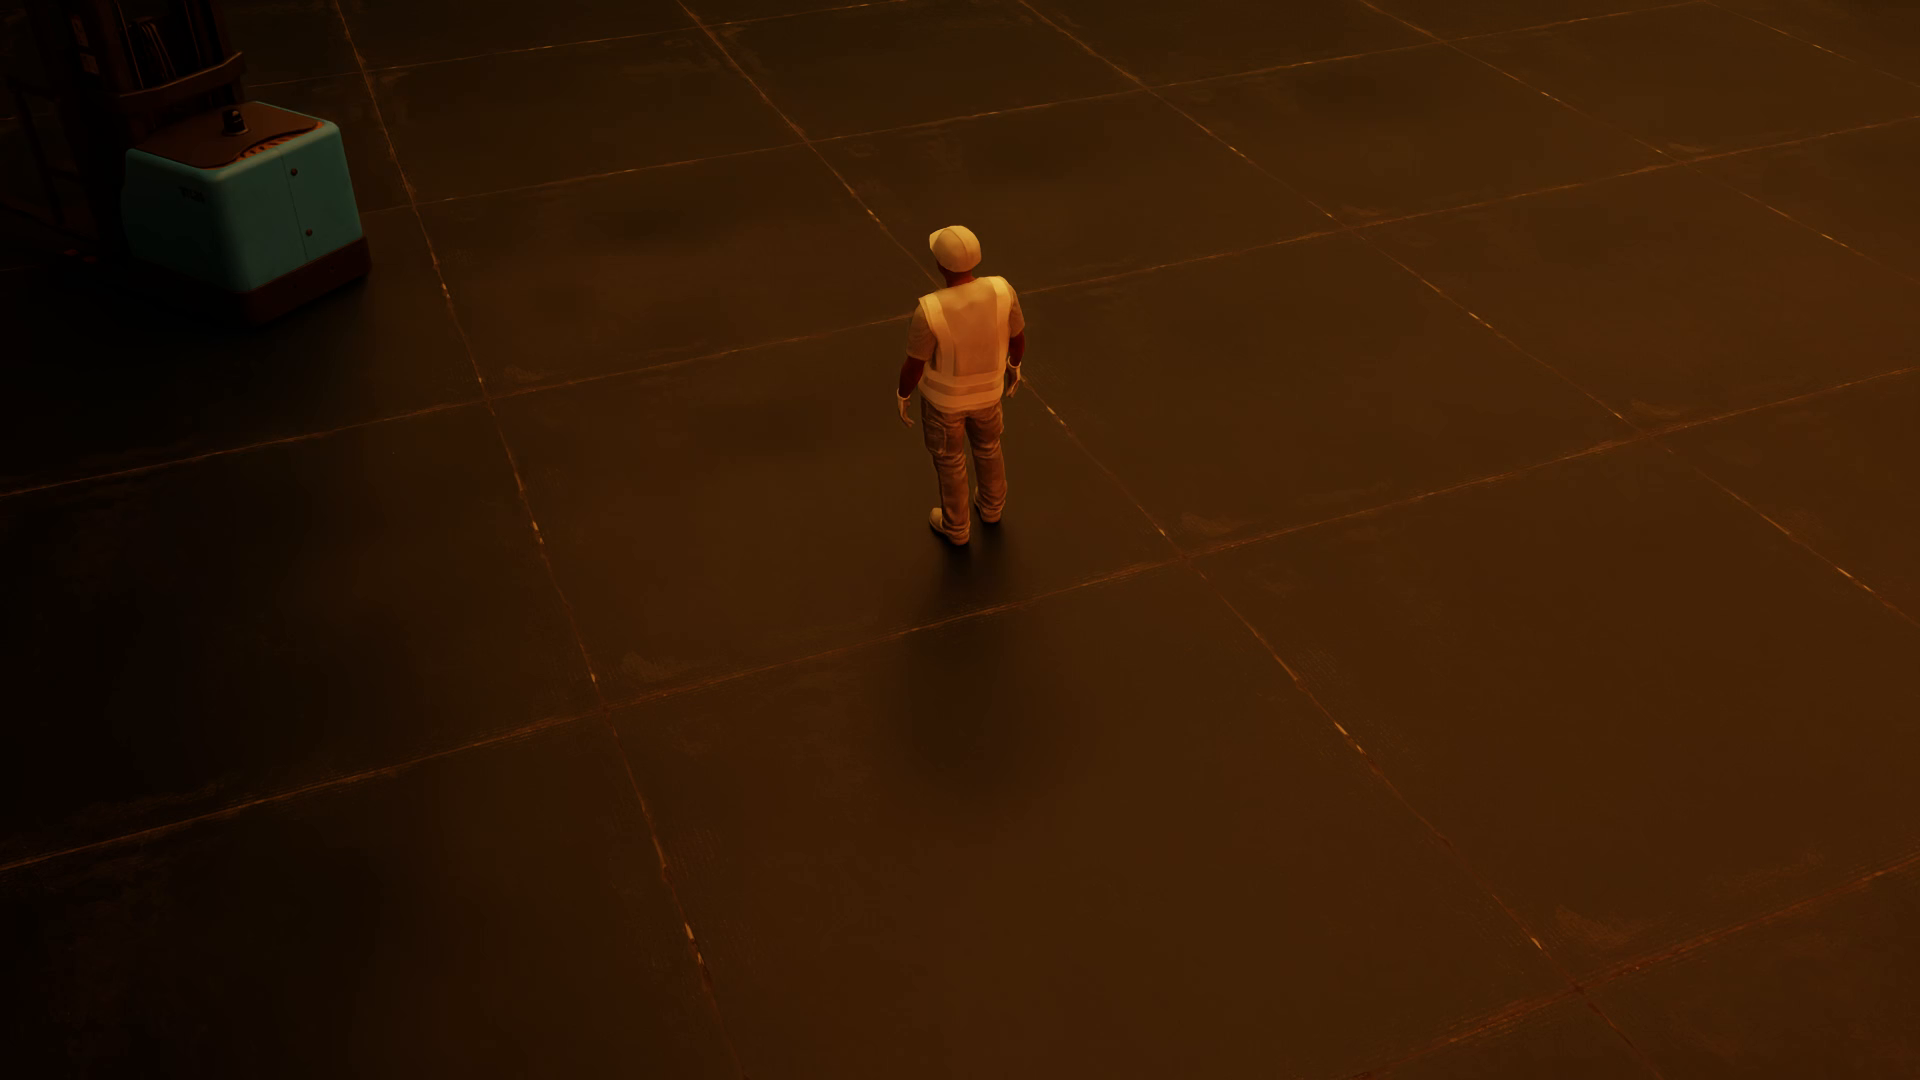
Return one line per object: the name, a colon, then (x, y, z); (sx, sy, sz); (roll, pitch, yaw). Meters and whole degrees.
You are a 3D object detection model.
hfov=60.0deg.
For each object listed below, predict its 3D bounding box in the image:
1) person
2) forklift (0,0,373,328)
person: (-0.019, -0.773, 8.163); (0.656, 1.782, 0.577); (-14, 38, -19)
forklift: (-5.427, -3.152, 10.531); (3.031, 2.935, 1.130); (19, 40, 25)
